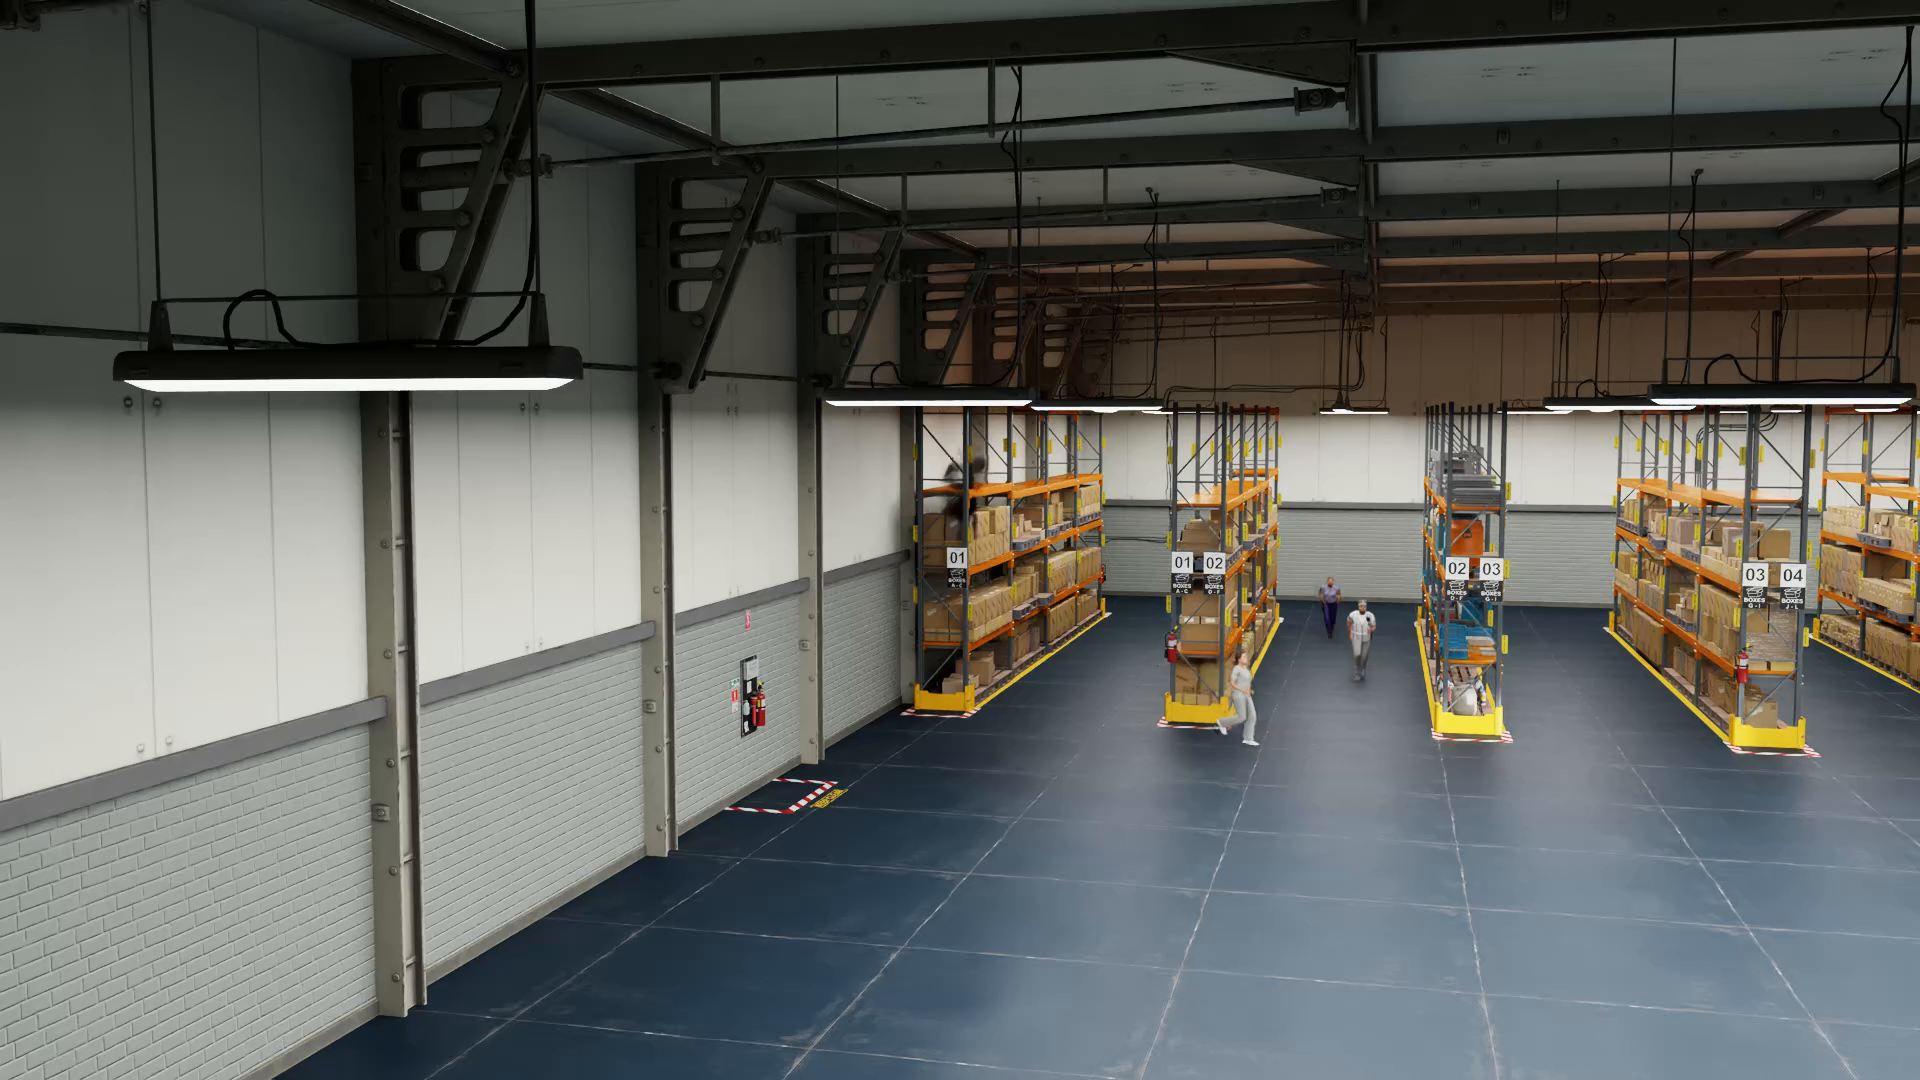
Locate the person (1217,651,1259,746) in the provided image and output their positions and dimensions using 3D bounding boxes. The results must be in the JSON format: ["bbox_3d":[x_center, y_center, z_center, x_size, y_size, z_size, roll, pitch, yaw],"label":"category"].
[{"bbox_3d":[4.897,2.757,29.146,0.807,1.656,0.579,3,5,38],"label":"person"}]

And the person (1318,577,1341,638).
[{"bbox_3d":[9.653,1.735,43.445,0.591,1.607,0.723,1,4,14],"label":"person"}]

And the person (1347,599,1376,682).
[{"bbox_3d":[8.758,2.192,36.257,0.573,1.822,0.882,0,4,3],"label":"person"}]
